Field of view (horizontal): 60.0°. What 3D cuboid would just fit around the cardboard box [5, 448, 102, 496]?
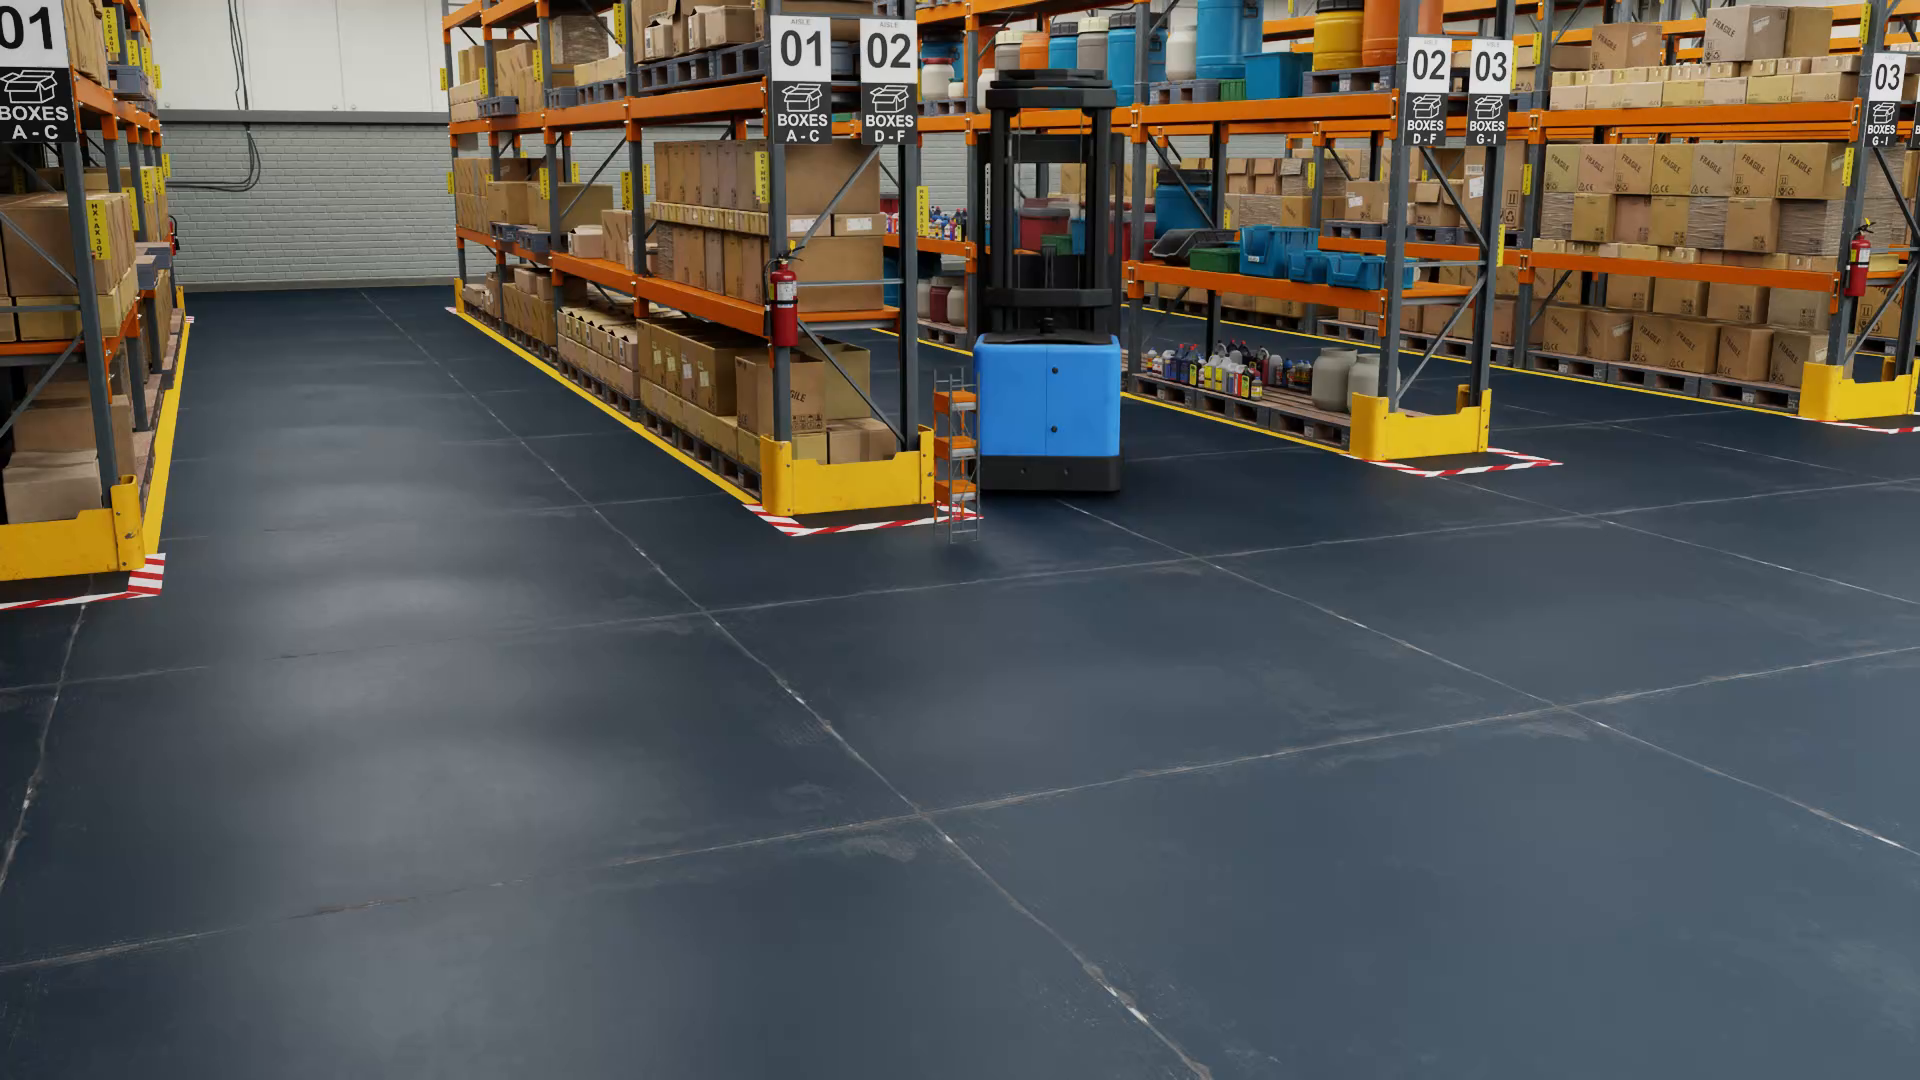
[{"bbox_3d":[-5.729,-0.432,10.573,0.500,0.311,0.500,-4,14,-18],"label":"cardboard box"}]

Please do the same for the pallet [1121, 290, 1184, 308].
[{"bbox_3d":[3.270,-3.886,26.693,1.003,0.211,1.213,-6,14,-23],"label":"pallet"}]

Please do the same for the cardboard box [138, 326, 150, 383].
[{"bbox_3d":[-8.175,-1.765,15.909,0.700,0.500,0.500,-5,14,-22],"label":"cardboard box"}]

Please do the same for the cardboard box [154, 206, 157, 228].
[{"bbox_3d":[-9.290,-3.660,18.606,0.500,0.500,0.500,-6,14,-23],"label":"cardboard box"}]

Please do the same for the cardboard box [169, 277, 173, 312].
[{"bbox_3d":[-11.343,-3.416,23.090,0.700,0.500,0.500,-6,14,-23],"label":"cardboard box"}]

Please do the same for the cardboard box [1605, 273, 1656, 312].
[{"bbox_3d":[9.852,-3.656,23.572,1.050,0.750,0.750,-6,14,-24],"label":"cardboard box"}]

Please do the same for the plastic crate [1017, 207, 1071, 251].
[{"bbox_3d":[0.934,-3.477,18.597,0.402,0.464,0.583,-6,14,-23],"label":"plastic crate"}]

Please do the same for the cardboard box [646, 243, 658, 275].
[{"bbox_3d":[-2.608,-2.559,15.105,0.500,0.250,0.500,-5,14,-19],"label":"cardboard box"}]

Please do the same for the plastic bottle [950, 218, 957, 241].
[{"bbox_3d":[-0.079,-3.843,20.580,0.061,0.283,0.133,-6,14,-23],"label":"plastic bottle"}]

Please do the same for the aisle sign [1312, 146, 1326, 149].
[{"bbox_3d":[6.731,-7.643,30.975,0.394,0.787,0.004,-6,14,-23],"label":"aisle sign"}]

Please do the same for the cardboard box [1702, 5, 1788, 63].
[{"bbox_3d":[7.457,-4.797,15.803,0.500,0.500,0.500,-6,14,-23],"label":"cardboard box"}]

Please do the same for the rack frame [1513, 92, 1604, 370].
[{"bbox_3d":[6.707,-3.428,18.528,1.000,3.000,0.127,-6,14,-23],"label":"rack frame"}]

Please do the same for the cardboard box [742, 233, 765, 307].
[{"bbox_3d":[-1.159,-1.962,11.972,0.700,0.500,0.500,-5,14,-22],"label":"cardboard box"}]

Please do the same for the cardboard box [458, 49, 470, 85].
[{"bbox_3d":[-6.834,-6.795,23.984,0.700,0.500,0.500,-6,14,-23],"label":"cardboard box"}]

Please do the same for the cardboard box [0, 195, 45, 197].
[{"bbox_3d":[-6.708,-2.164,11.695,0.500,0.500,0.500,-6,14,-23],"label":"cardboard box"}]

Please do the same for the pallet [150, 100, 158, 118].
[{"bbox_3d":[-11.409,-5.831,22.454,1.003,0.211,1.213,-6,14,-23],"label":"pallet"}]

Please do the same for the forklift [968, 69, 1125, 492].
[{"bbox_3d":[0.682,-2.042,12.694,1.130,2.935,3.031,1,13,3],"label":"forklift"}]

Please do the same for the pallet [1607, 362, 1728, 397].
[{"bbox_3d":[7.501,-1.681,17.166,1.003,0.211,1.213,-6,14,-23],"label":"pallet"}]

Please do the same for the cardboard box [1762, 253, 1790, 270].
[{"bbox_3d":[7.759,-2.618,15.586,0.380,0.149,0.250,-6,14,-23],"label":"cardboard box"}]

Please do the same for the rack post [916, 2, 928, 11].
[{"bbox_3d":[-0.108,-6.906,21.359,0.937,0.300,0.954,-4,14,-17],"label":"rack post"}]

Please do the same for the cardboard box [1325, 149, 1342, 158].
[{"bbox_3d":[6.818,-6.685,29.503,0.500,0.500,0.500,-6,14,-24],"label":"cardboard box"}]

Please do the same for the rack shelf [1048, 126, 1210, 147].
[{"bbox_3d":[2.701,-6.605,27.198,1.077,0.370,4.000,-6,14,-23],"label":"rack shelf"}]

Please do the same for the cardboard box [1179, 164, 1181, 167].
[{"bbox_3d":[3.545,-5.640,26.096,0.500,0.500,0.500,-6,14,-23],"label":"cardboard box"}]

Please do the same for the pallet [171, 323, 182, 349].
[{"bbox_3d":[-10.346,-2.544,20.894,1.003,0.211,1.213,-6,14,-23],"label":"pallet"}]

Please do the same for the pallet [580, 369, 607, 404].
[{"bbox_3d":[-3.195,-1.576,16.713,1.003,0.211,1.213,-6,14,-23],"label":"pallet"}]

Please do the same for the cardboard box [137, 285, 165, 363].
[{"bbox_3d":[-8.685,-2.233,17.202,0.750,0.750,0.750,-6,14,-24],"label":"cardboard box"}]

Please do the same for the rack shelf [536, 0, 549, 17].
[{"bbox_3d":[-3.172,-5.324,15.900,1.077,0.370,4.000,-6,14,-23],"label":"rack shelf"}]

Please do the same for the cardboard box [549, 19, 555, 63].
[{"bbox_3d":[-4.347,-5.554,18.621,0.500,0.500,0.500,-6,14,-23],"label":"cardboard box"}]

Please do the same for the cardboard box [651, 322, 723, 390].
[{"bbox_3d":[-2.265,-1.537,13.864,0.500,0.500,0.500,-6,14,-23],"label":"cardboard box"}]

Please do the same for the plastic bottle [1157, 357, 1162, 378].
[{"bbox_3d":[1.976,-1.684,16.224,0.097,0.201,0.097,0,13,0],"label":"plastic bottle"}]

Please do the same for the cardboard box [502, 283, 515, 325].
[{"bbox_3d":[-5.605,-3.061,21.512,0.500,0.500,0.500,-6,14,-26],"label":"cardboard box"}]

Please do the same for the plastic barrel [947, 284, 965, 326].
[{"bbox_3d":[0.047,-3.008,21.298,0.421,0.512,0.421,0,13,0],"label":"plastic barrel"}]

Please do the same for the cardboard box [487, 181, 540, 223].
[{"bbox_3d":[-5.591,-4.322,21.238,0.700,0.500,0.500,-12,18,-42],"label":"cardboard box"}]

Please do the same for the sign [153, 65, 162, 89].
[{"bbox_3d":[-11.213,-6.465,23.211,0.100,0.325,0.005,-6,14,-23],"label":"sign"}]

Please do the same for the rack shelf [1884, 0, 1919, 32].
[{"bbox_3d":[12.093,-5.819,18.038,1.077,0.370,4.000,-6,14,-23],"label":"rack shelf"}]

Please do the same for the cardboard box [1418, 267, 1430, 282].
[{"bbox_3d":[5.623,-3.372,21.191,0.500,0.250,0.500,-4,14,-17],"label":"cardboard box"}]

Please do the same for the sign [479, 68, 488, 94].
[{"bbox_3d":[-6.070,-5.849,21.192,0.100,0.325,0.005,-6,14,-23],"label":"sign"}]

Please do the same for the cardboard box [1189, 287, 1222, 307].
[{"bbox_3d":[4.136,-3.935,24.501,1.225,0.875,0.875,-6,14,-25],"label":"cardboard box"}]

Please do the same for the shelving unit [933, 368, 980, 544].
[{"bbox_3d":[-0.021,-0.523,10.299,0.215,1.050,0.252,-6,14,-23],"label":"shelving unit"}]

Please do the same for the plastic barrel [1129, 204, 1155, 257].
[{"bbox_3d":[1.987,-3.264,17.519,0.433,0.535,0.433,0,13,0],"label":"plastic barrel"}]

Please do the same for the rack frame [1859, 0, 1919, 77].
[{"bbox_3d":[8.310,-5.524,14.281,1.000,3.000,0.127,-6,14,-23],"label":"rack frame"}]

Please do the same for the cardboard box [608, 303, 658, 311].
[{"bbox_3d":[-3.538,-2.412,18.064,0.500,0.311,0.500,-5,14,-21],"label":"cardboard box"}]

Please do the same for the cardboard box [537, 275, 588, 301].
[{"bbox_3d":[-4.590,-2.905,19.176,0.500,0.250,0.500,-5,14,-21],"label":"cardboard box"}]

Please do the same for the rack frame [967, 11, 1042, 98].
[{"bbox_3d":[0.567,-6.730,19.489,1.000,3.000,0.127,-6,14,-23],"label":"rack frame"}]

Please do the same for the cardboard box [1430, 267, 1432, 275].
[{"bbox_3d":[8.052,-4.616,28.395,0.380,0.149,0.250,-6,14,-23],"label":"cardboard box"}]

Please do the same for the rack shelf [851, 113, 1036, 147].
[{"bbox_3d":[-0.234,-5.331,21.694,1.077,0.370,4.000,-6,14,-23],"label":"rack shelf"}]

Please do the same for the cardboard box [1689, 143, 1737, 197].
[{"bbox_3d":[7.459,-3.580,16.086,0.500,0.500,0.500,-6,14,-23],"label":"cardboard box"}]

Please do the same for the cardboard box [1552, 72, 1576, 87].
[{"bbox_3d":[6.555,-4.915,17.751,0.380,0.149,0.250,-6,14,-25],"label":"cardboard box"}]

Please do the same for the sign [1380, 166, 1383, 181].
[{"bbox_3d":[5.598,-4.831,22.197,0.100,0.325,0.005,-6,14,-23],"label":"sign"}]

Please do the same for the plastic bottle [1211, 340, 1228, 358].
[{"bbox_3d":[2.559,-1.784,16.326,0.144,0.351,0.185,-6,14,-23],"label":"plastic bottle"}]

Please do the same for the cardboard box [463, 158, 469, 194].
[{"bbox_3d":[-6.830,-5.222,23.842,0.500,0.500,0.500,-5,14,-22],"label":"cardboard box"}]

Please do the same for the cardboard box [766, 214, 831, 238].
[{"bbox_3d":[-1.096,-2.134,11.277,0.380,0.149,0.250,-6,14,-24],"label":"cardboard box"}]

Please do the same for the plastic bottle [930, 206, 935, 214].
[{"bbox_3d":[-0.368,-4.449,23.049,0.144,0.351,0.185,-6,14,-23],"label":"plastic bottle"}]
